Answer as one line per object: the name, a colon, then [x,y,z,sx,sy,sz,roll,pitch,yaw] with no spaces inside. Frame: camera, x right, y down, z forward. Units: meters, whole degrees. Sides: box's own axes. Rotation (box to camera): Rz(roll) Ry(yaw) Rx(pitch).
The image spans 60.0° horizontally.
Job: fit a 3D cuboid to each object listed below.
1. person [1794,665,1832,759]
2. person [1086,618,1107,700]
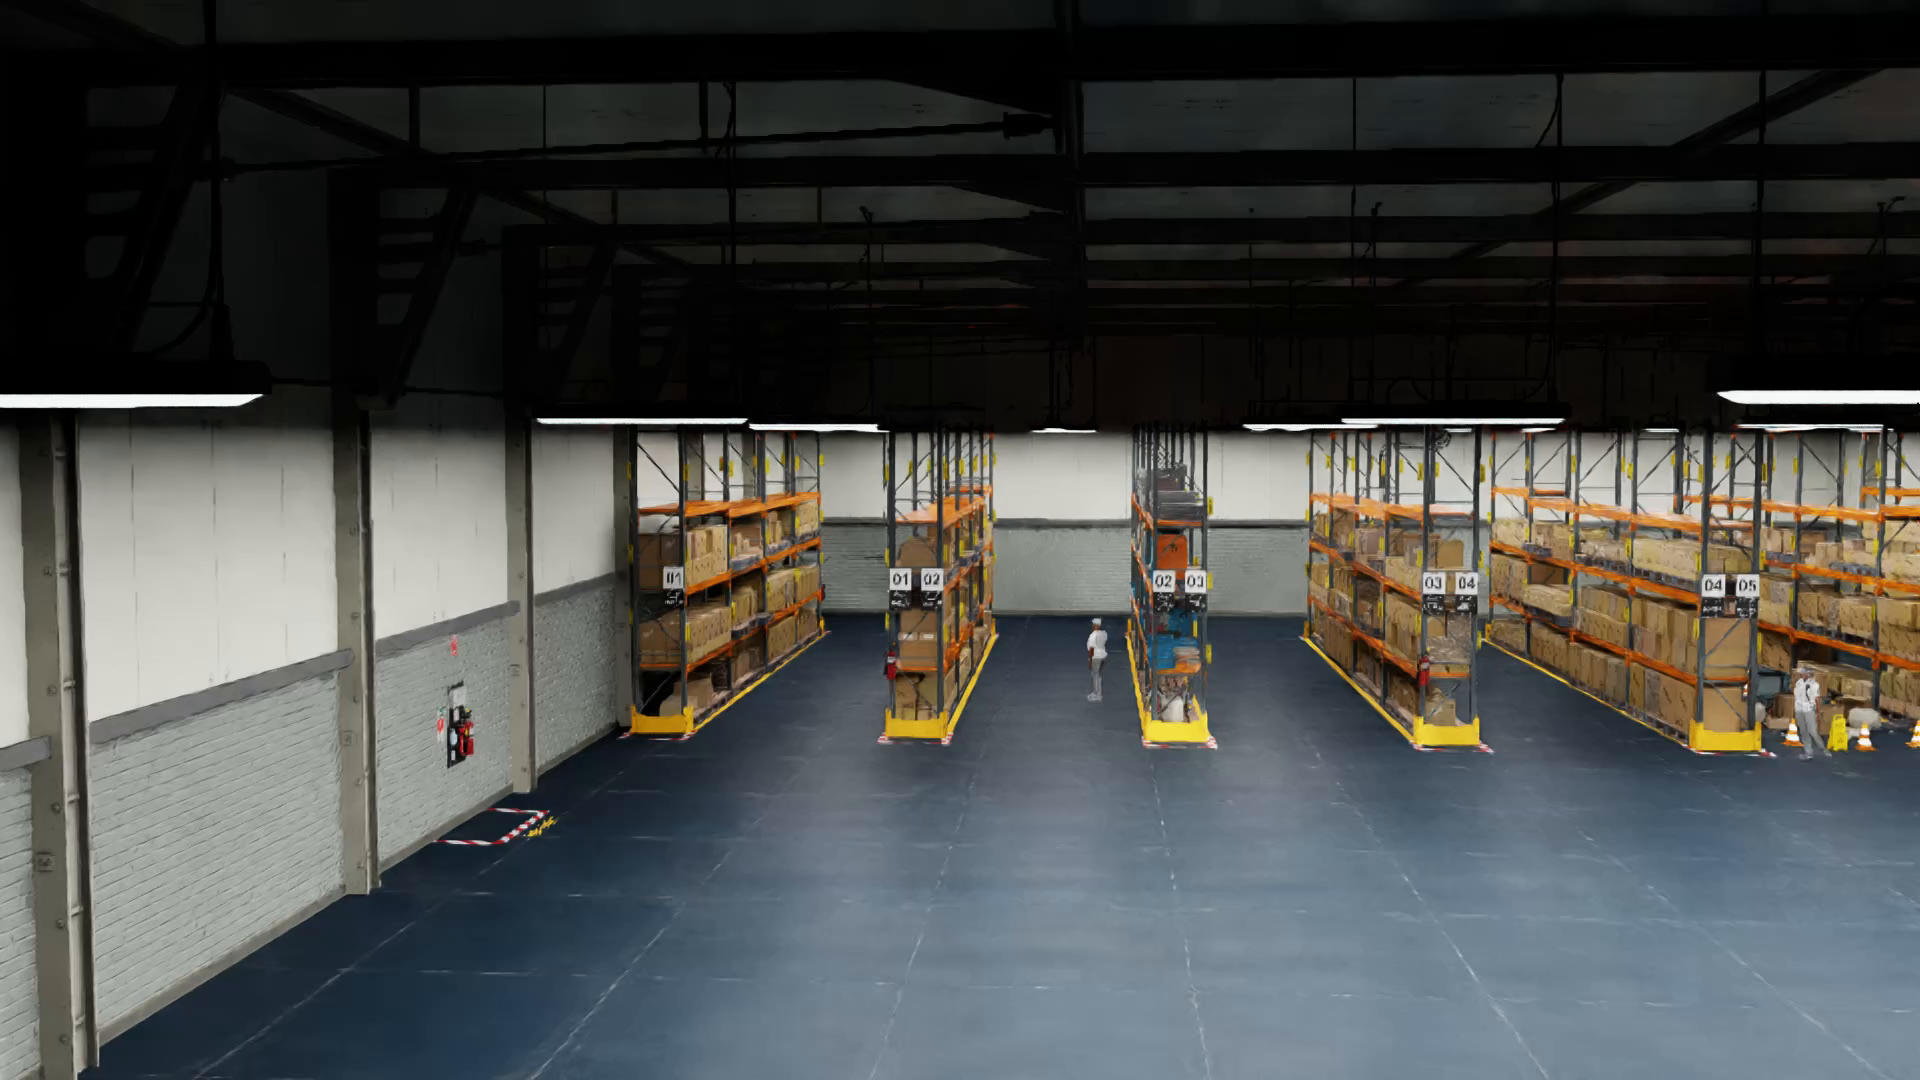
person: [14.980,3.026,29.257,0.467,1.668,0.578,-2,4,-28]
person: [2.905,2.553,35.903,0.497,1.765,0.625,3,4,35]
